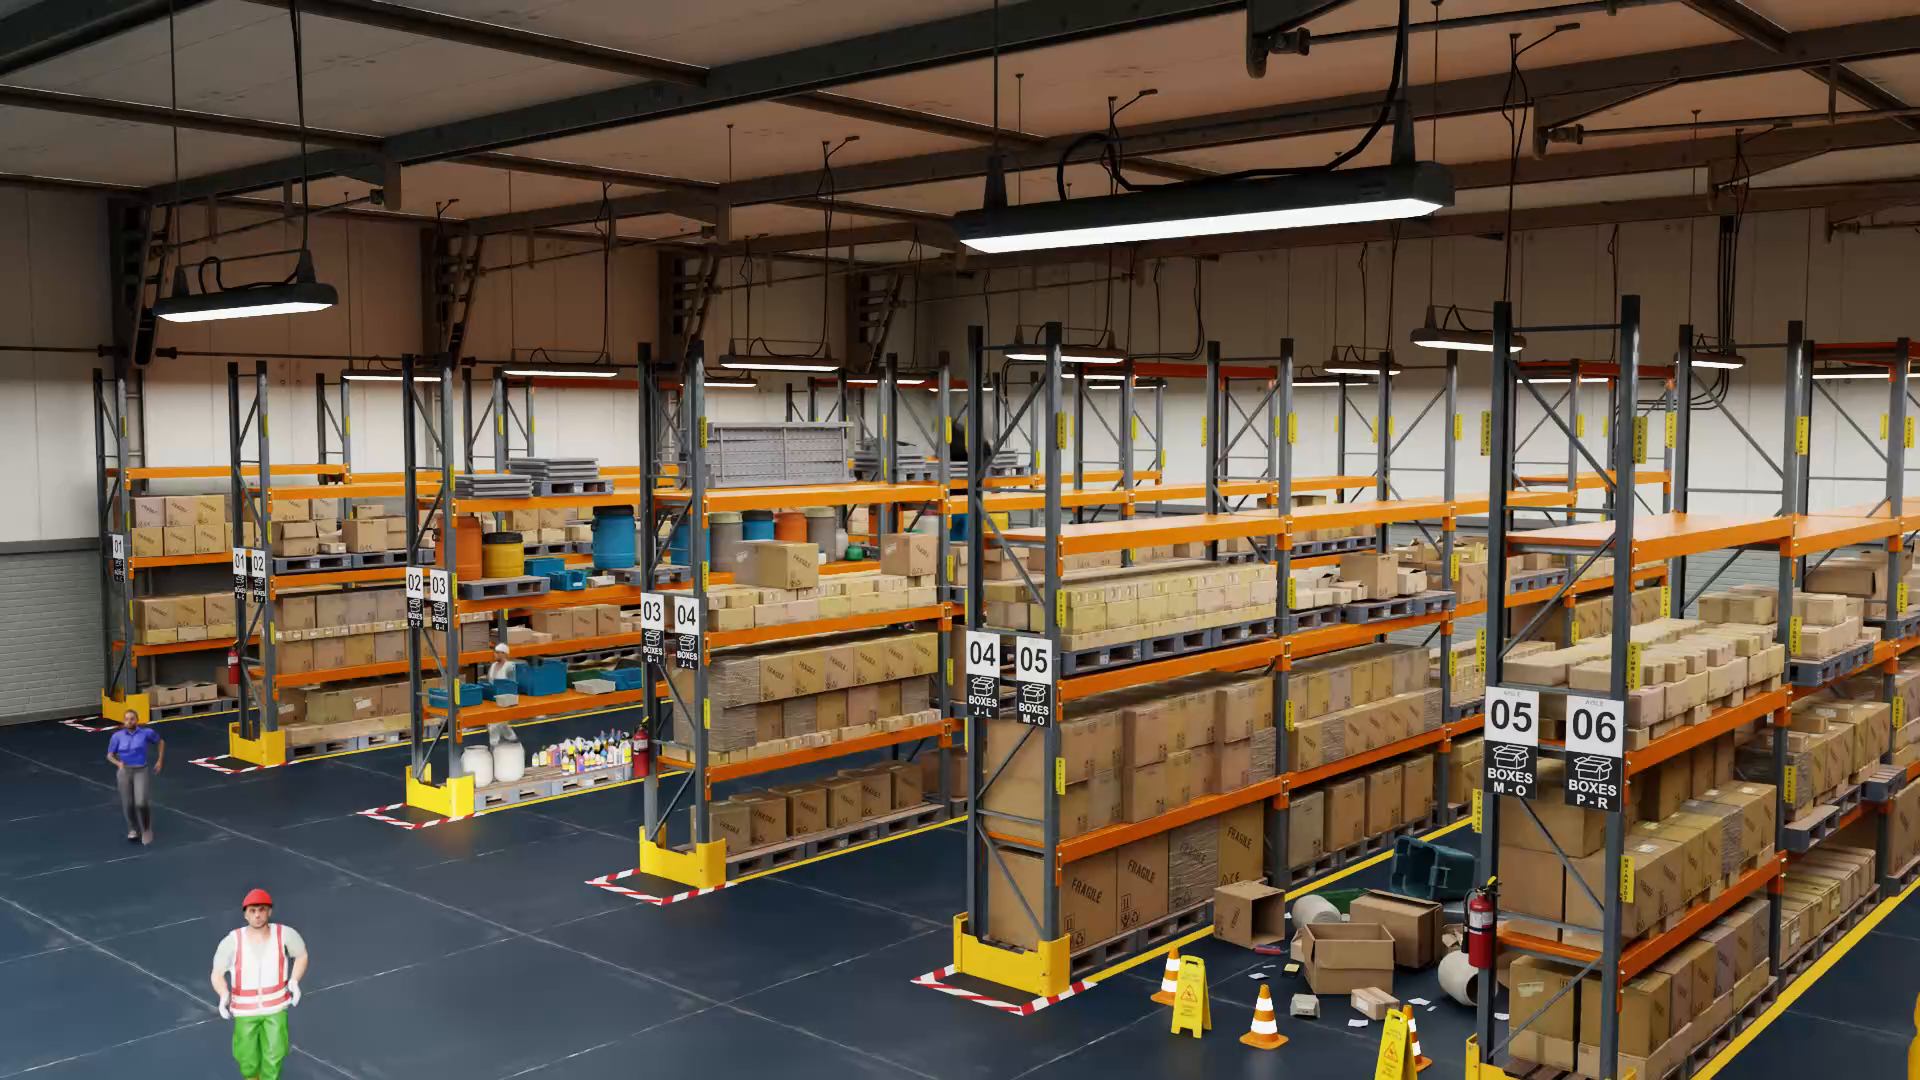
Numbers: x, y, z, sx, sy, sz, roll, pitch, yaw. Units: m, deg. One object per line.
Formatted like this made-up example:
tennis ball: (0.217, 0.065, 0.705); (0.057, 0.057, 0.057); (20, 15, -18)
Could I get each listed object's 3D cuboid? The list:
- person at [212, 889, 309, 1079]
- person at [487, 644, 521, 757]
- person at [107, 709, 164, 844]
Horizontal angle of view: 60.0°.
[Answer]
person: (-5.079, 3.404, 12.102); (0.657, 1.759, 0.785); (-2, 5, -24)
person: (-6.842, 2.452, 24.887); (0.655, 1.805, 0.792); (3, 5, 37)
person: (-9.973, 2.876, 20.112); (0.602, 1.673, 0.679); (-1, 4, -20)
